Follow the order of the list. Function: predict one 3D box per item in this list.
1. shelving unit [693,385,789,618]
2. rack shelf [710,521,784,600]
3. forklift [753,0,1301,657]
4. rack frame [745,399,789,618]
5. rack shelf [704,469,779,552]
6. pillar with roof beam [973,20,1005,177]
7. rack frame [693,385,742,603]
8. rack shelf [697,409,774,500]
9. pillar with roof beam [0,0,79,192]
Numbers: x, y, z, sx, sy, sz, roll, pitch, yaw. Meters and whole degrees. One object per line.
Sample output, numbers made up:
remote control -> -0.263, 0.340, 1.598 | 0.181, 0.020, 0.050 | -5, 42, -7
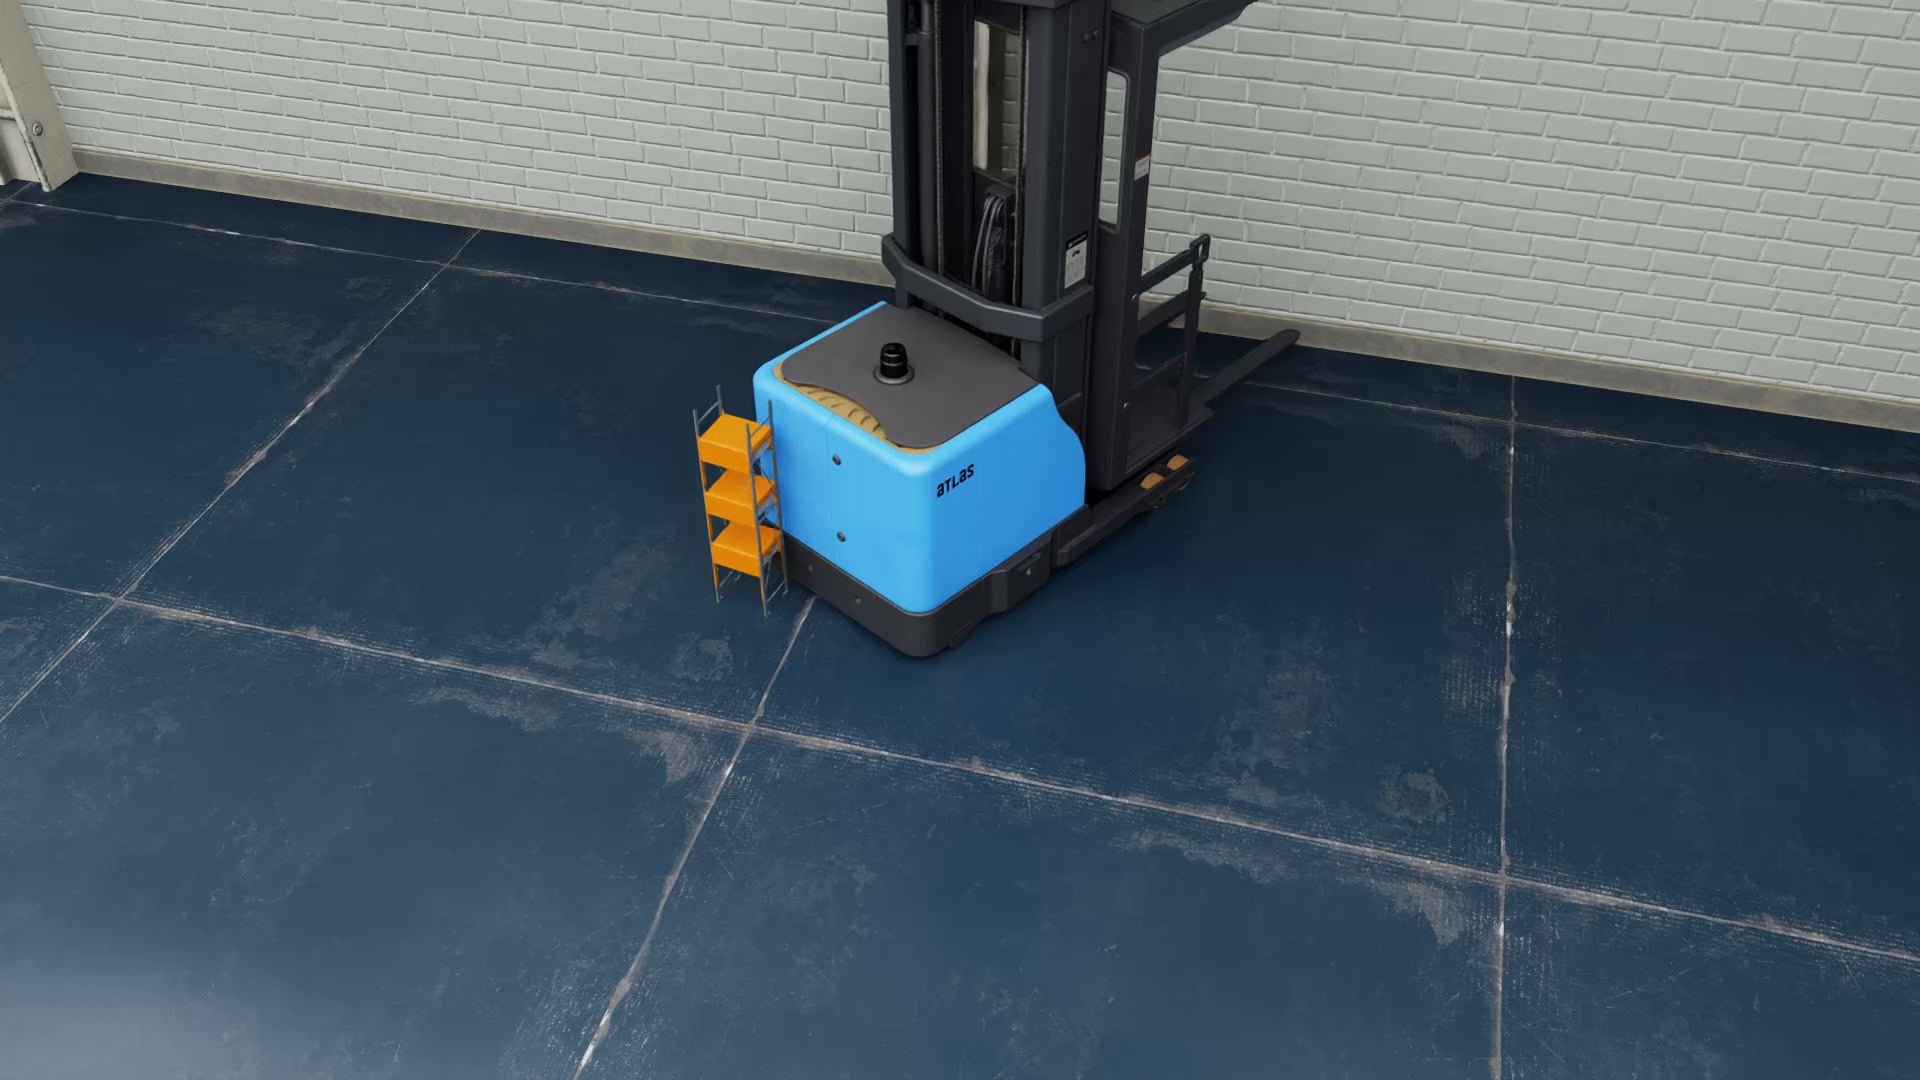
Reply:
shelving unit -> -0.927, -0.148, 7.109 | 0.252, 1.050, 0.215 | 16, 43, 19
rack shelf -> -0.927, 0.073, 7.295 | 0.240, 0.259, 0.215 | 16, 43, 19
forklift -> 0.499, -1.480, 7.233 | 1.130, 2.935, 3.031 | 32, 49, 32
rack frame -> -0.816, -0.115, 7.070 | 0.008, 1.050, 0.200 | 16, 43, 19
rack shelf -> -0.927, -0.140, 7.116 | 0.240, 0.259, 0.215 | 16, 43, 19
pillar with roof beam -> -1.116, -2.065, 3.212 | 0.400, 9.000, 9.100 | 10, 41, 11
rack frame -> -1.038, -0.180, 7.148 | 0.008, 1.050, 0.200 | 16, 43, 19
rack shelf -> -0.927, -0.357, 6.933 | 0.240, 0.259, 0.215 | 16, 43, 19
pillar with roof beam -> -6.912, -3.062, 4.399 | 0.400, 9.000, 9.100 | 10, 41, 11
